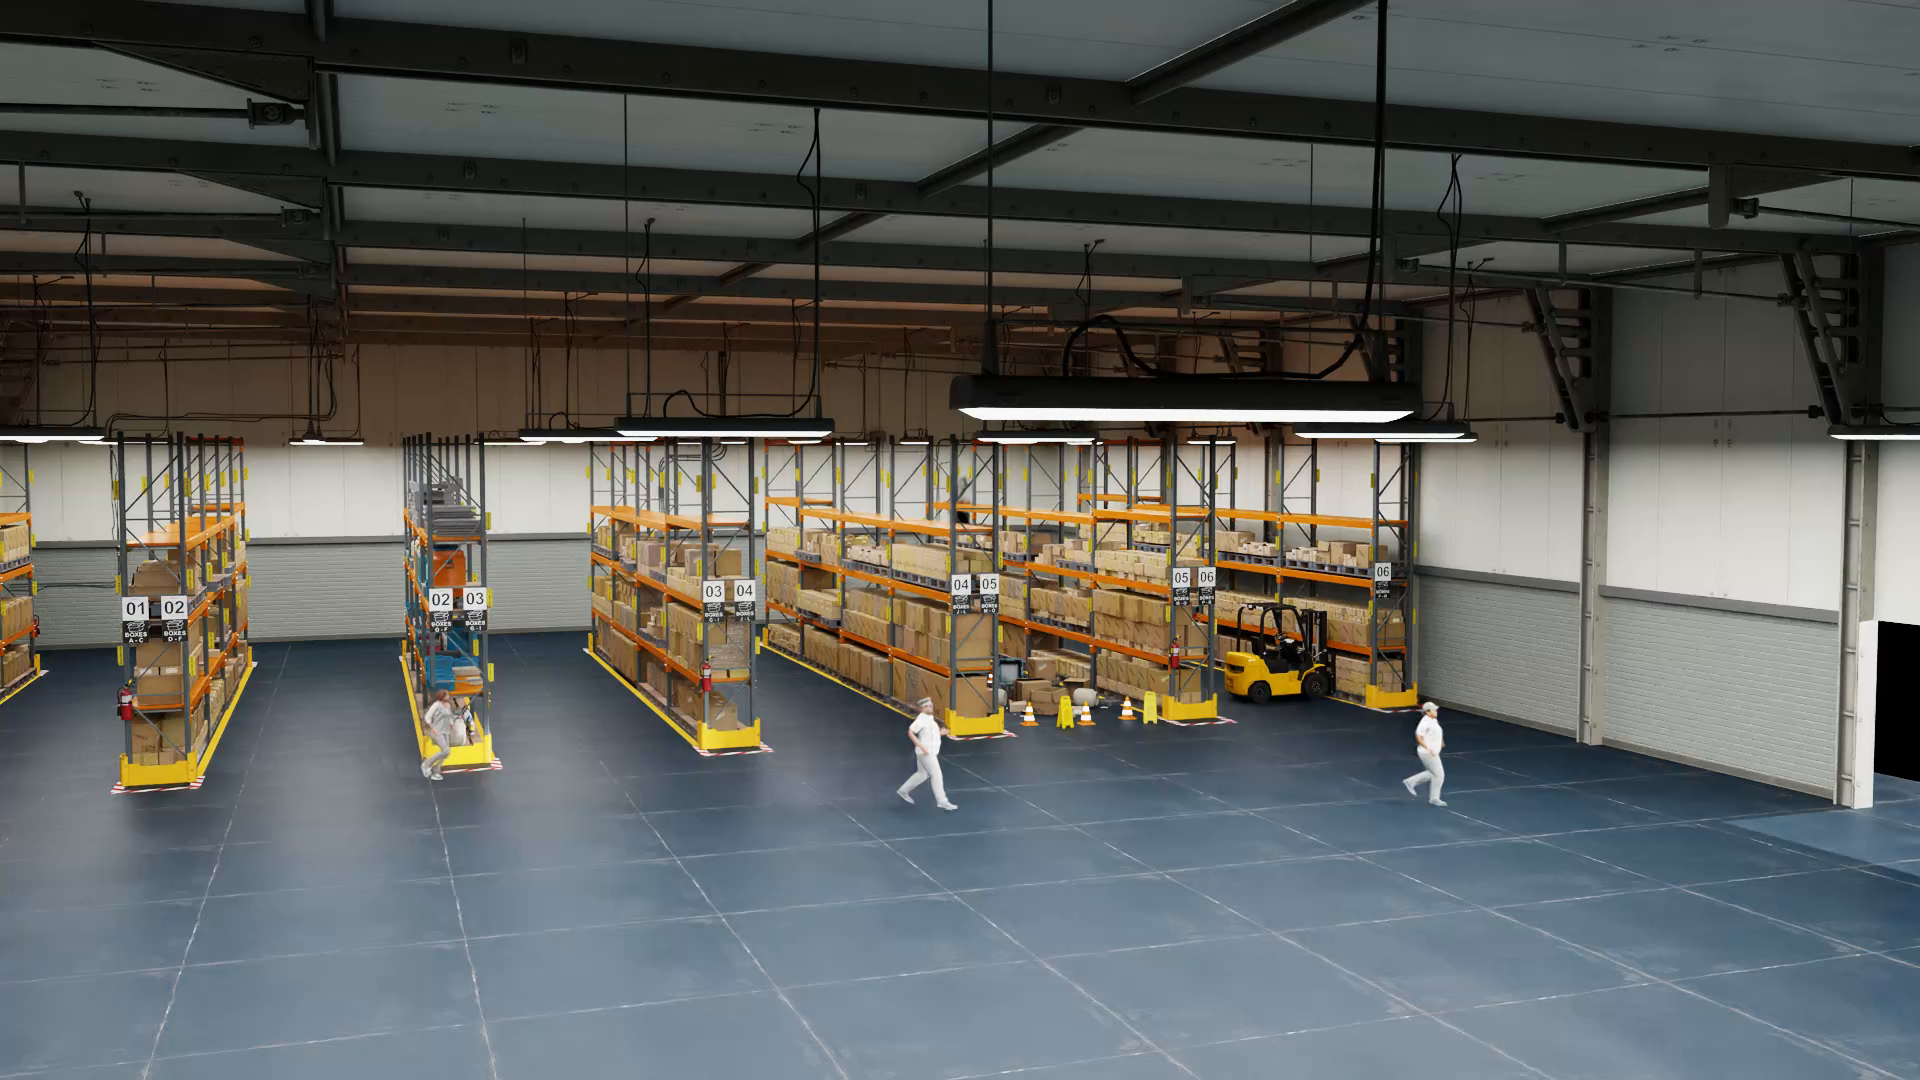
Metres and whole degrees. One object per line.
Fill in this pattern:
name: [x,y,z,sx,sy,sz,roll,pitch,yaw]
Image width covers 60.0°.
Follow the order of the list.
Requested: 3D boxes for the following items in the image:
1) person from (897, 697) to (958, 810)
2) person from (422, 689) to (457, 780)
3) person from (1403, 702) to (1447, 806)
person: [-0.526,3.353,26.274,0.986,1.772,0.660,0,3,4]
person: [-8.971,3.354,28.765,0.514,1.543,0.560,1,3,16]
person: [7.500,3.430,26.769,0.705,1.660,0.602,1,3,23]
